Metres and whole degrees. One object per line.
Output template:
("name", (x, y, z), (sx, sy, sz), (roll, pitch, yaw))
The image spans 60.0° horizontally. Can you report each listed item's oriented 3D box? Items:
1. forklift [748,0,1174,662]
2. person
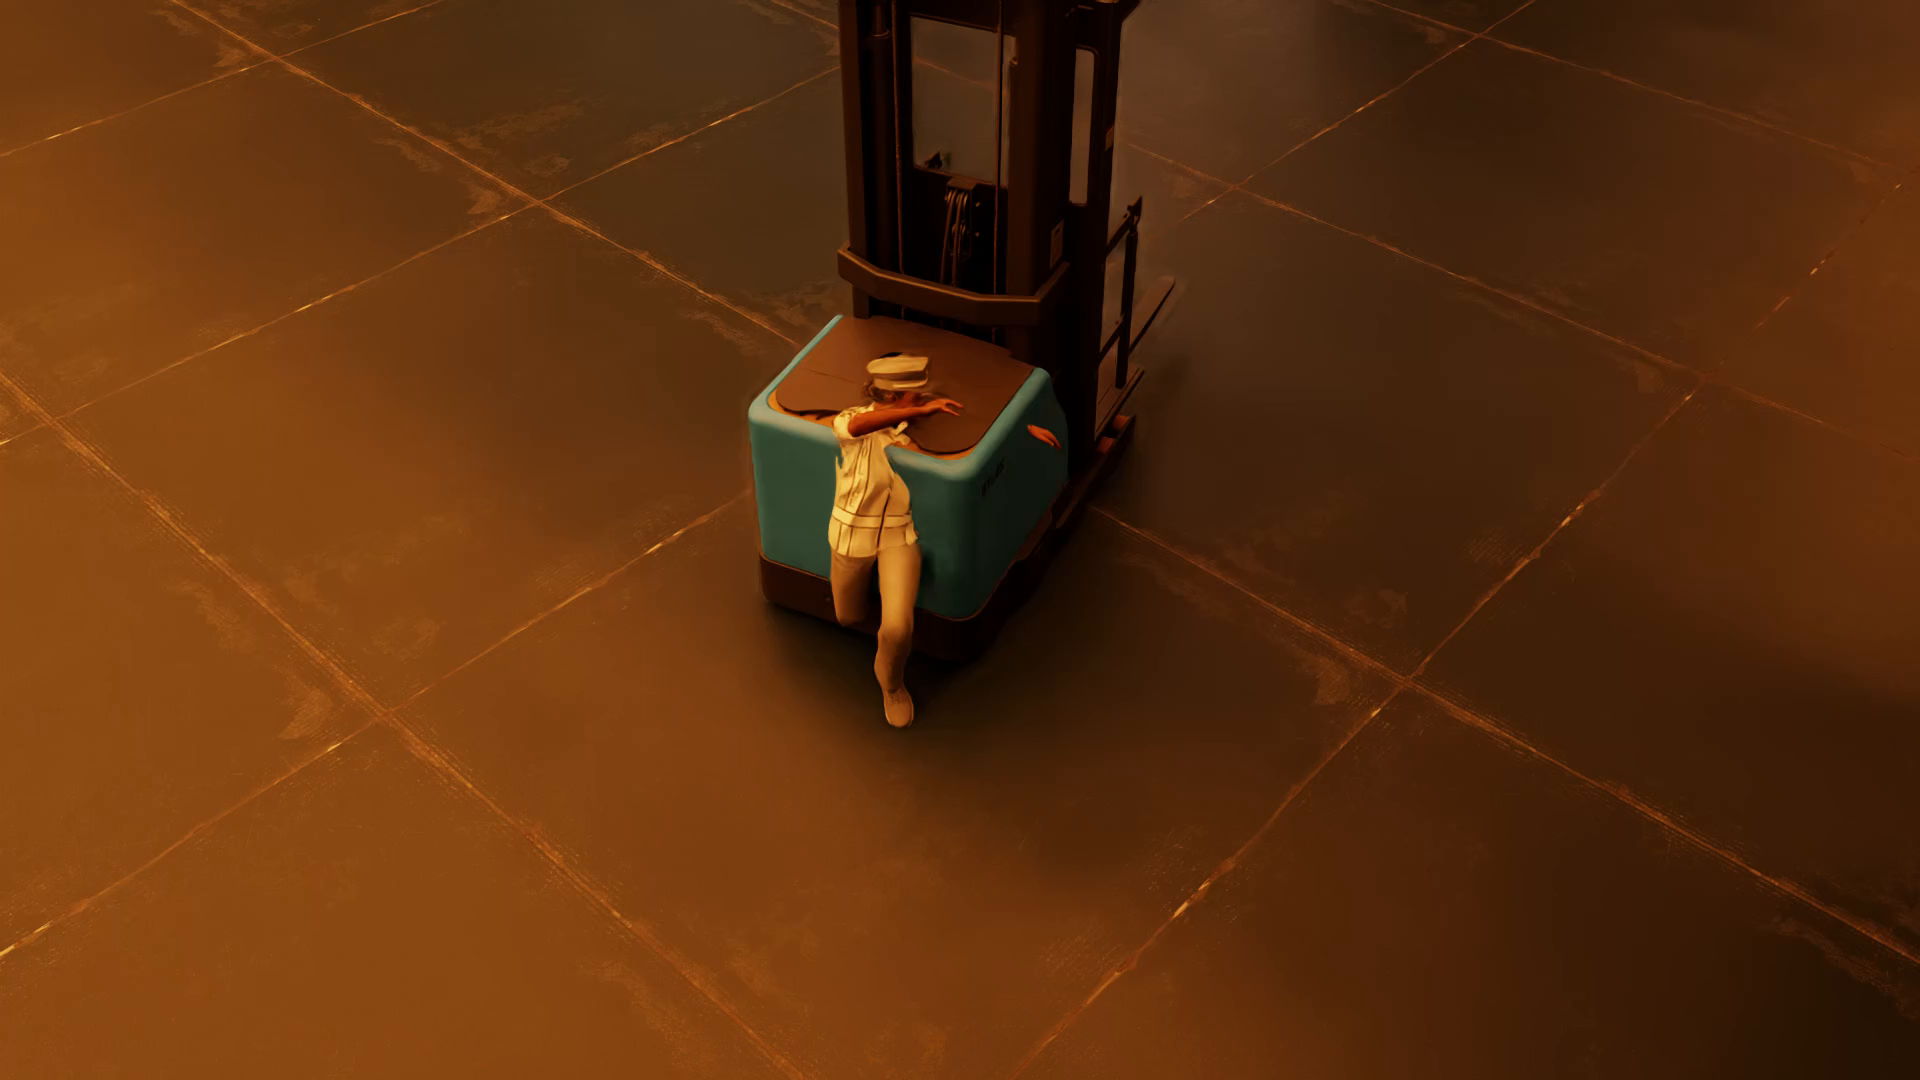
("forklift", (0.213, -1.560, 7.247), (1.130, 2.935, 3.031), (17, 43, 19))
("person", (-0.049, -0.035, 6.678), (0.965, 1.398, 0.882), (-2, 41, -2))
